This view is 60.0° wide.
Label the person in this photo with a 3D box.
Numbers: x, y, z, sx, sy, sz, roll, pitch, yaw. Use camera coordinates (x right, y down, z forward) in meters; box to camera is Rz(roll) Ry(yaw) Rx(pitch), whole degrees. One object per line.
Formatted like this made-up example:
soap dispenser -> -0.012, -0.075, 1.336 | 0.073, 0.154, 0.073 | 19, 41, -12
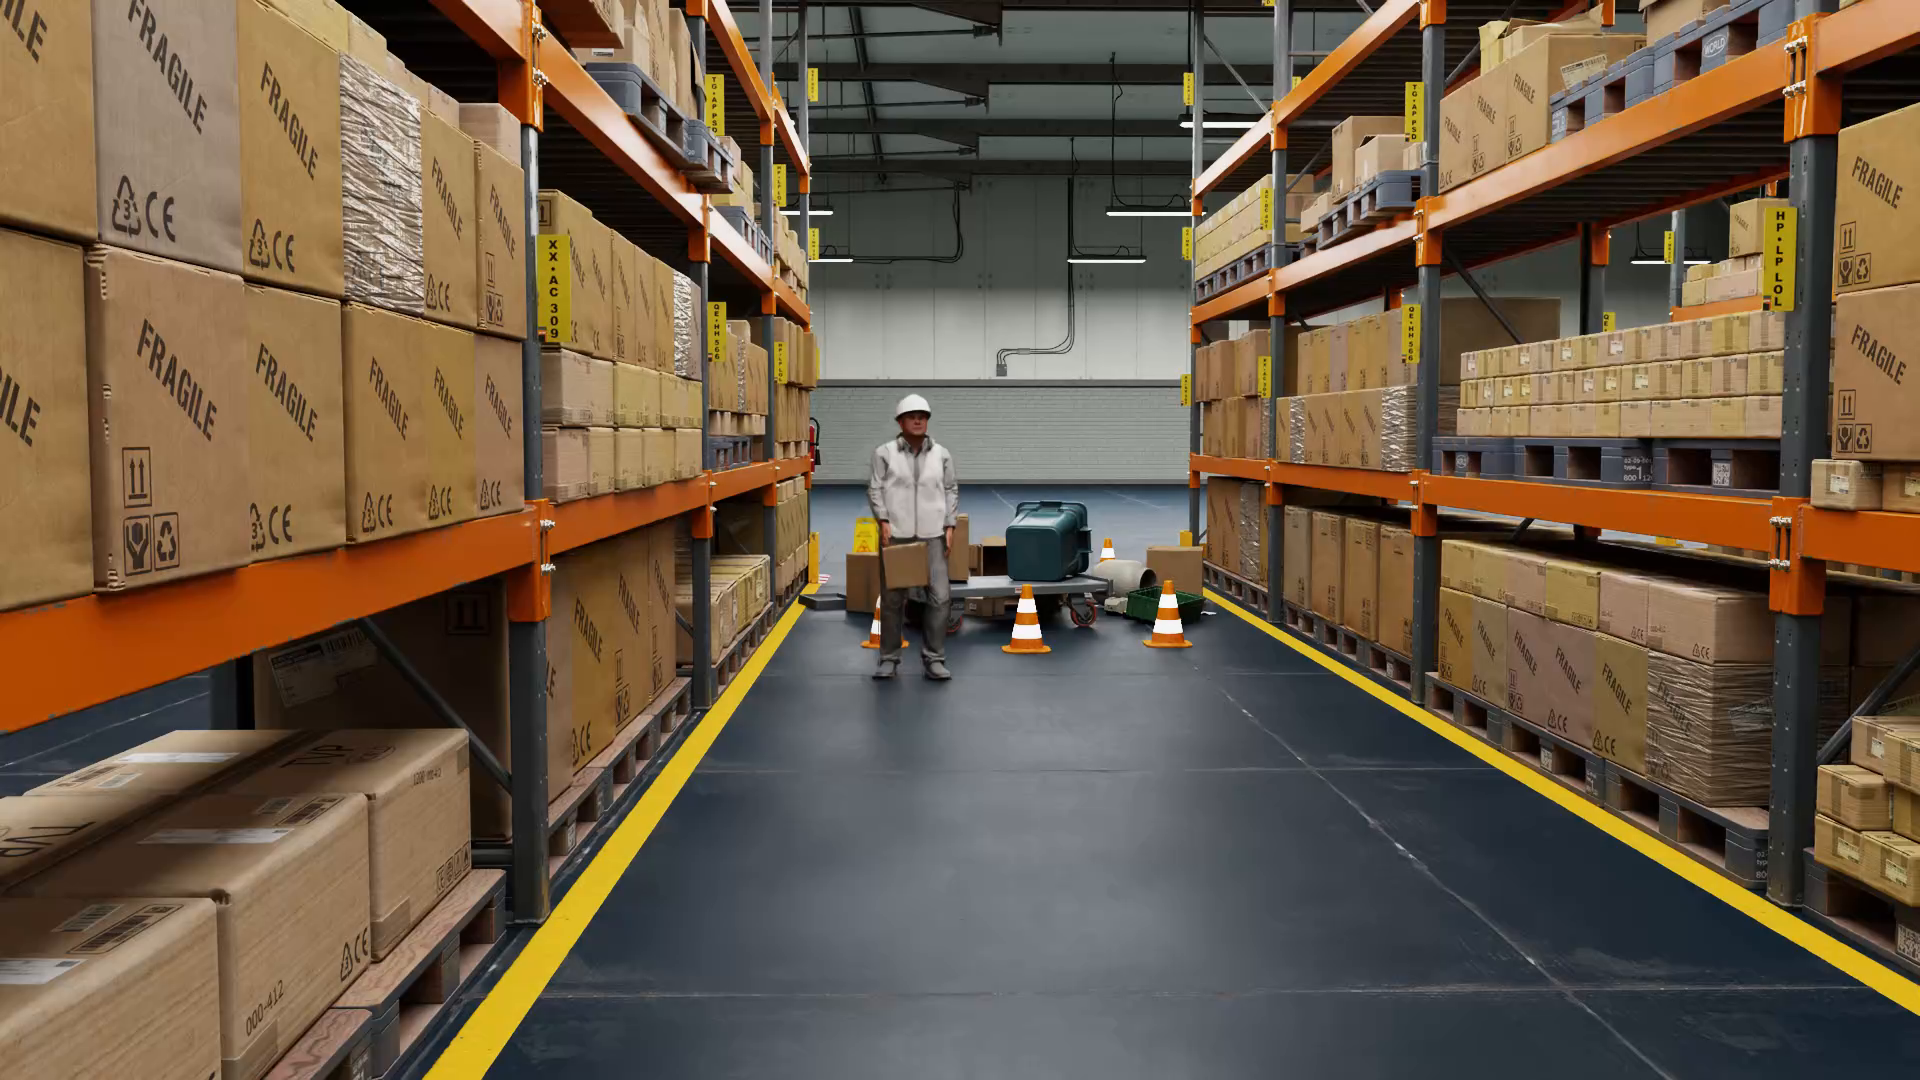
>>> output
person -> -0.286, -0.022, 10.372 | 0.593, 1.770, 0.482 | -1, 4, -10
